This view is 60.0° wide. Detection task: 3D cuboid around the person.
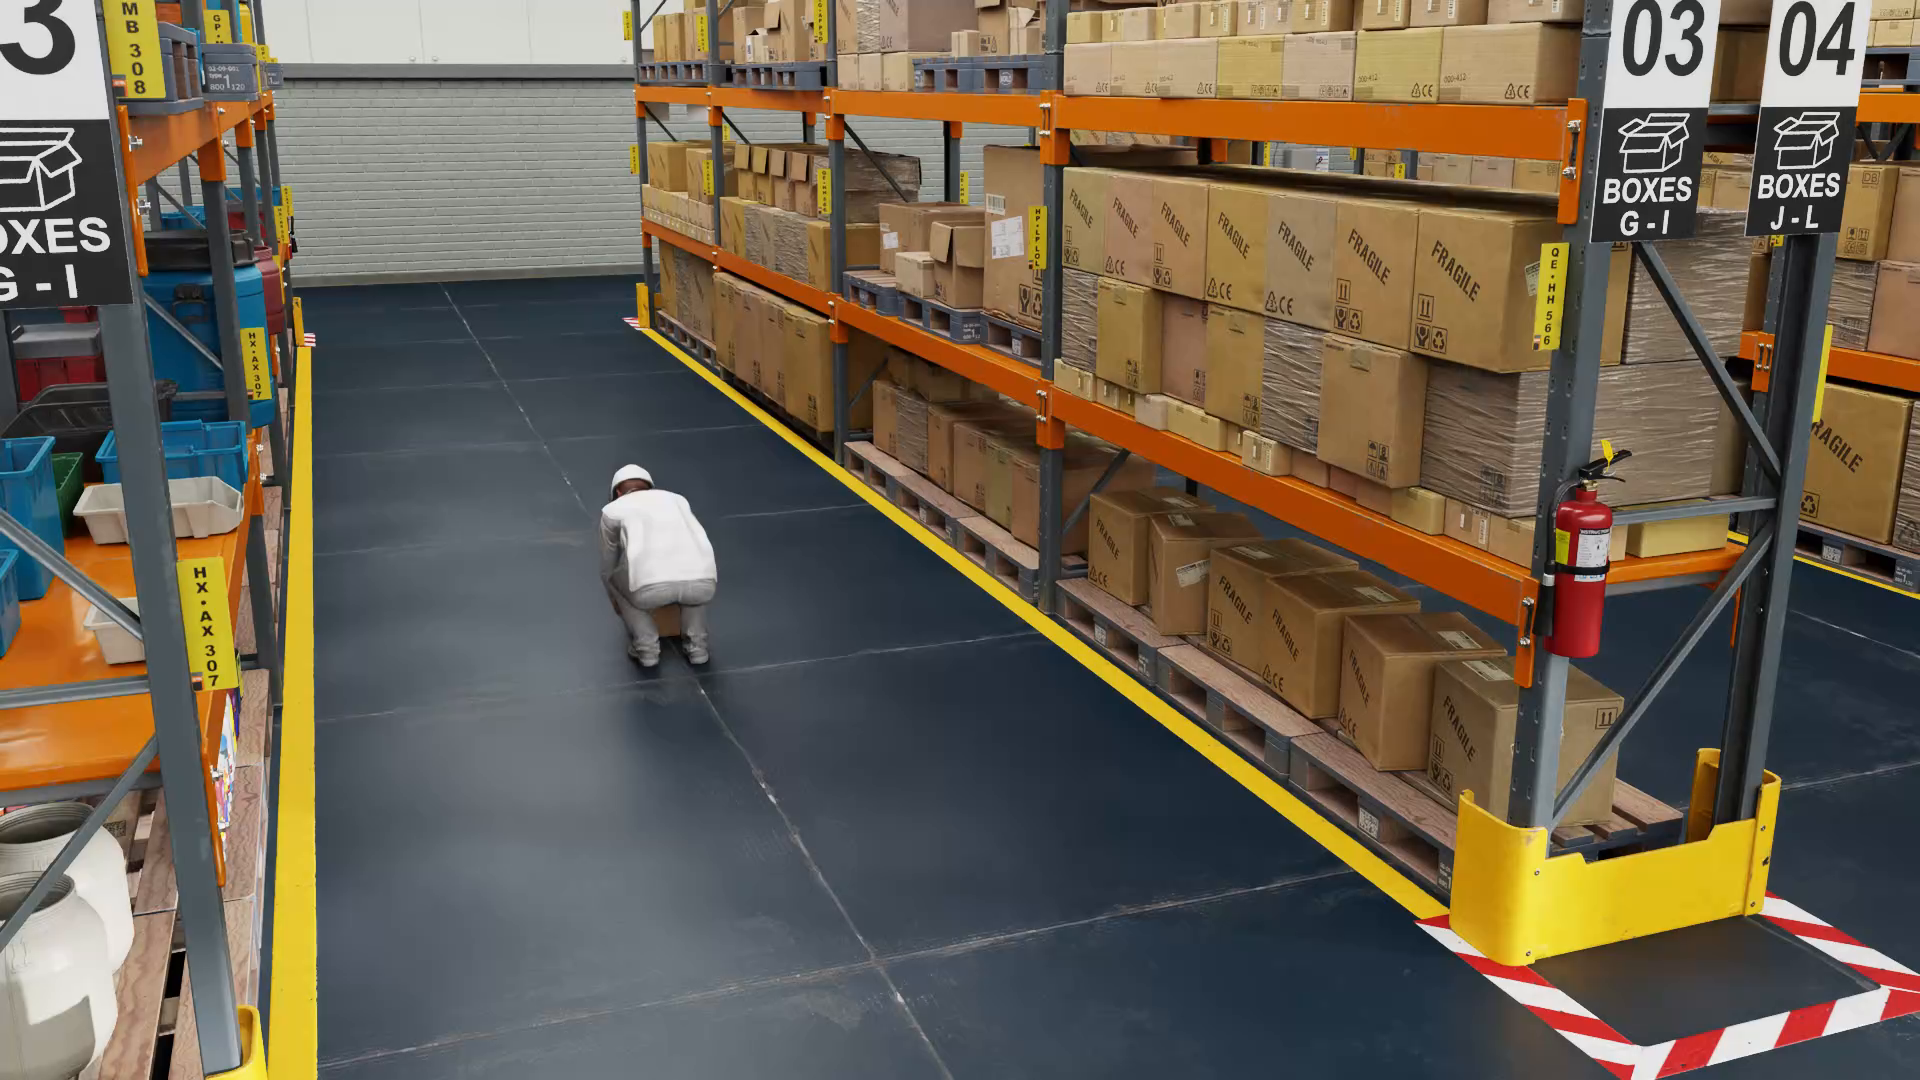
[{"bbox_3d":[-1.569,0.133,8.586,0.535,0.930,0.911,-6,17,-20],"label":"person"}]
